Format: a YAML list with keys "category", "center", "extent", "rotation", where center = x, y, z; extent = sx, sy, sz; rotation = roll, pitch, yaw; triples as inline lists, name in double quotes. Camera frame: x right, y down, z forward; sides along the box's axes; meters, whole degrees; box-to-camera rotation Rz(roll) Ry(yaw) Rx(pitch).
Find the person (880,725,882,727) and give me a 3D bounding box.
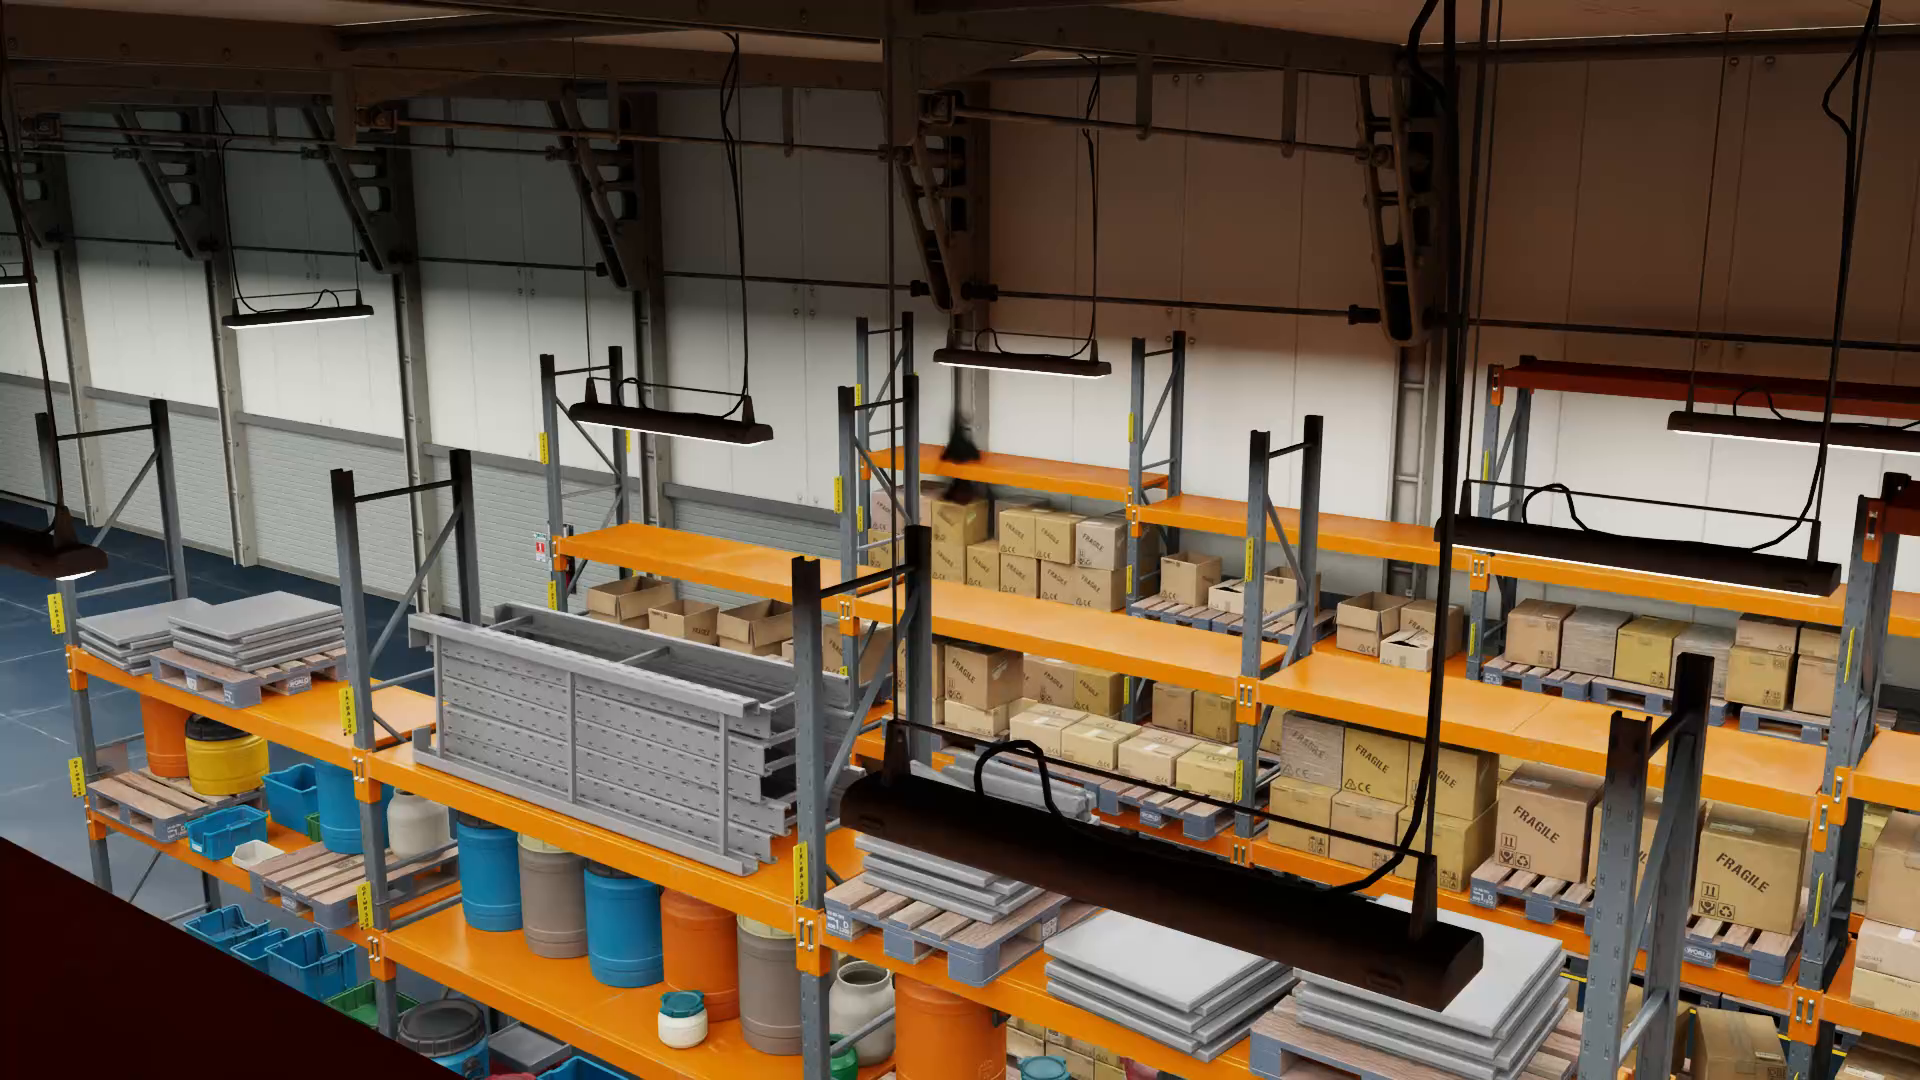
- category: "person"
  center: [-0.818, 2.931, 18.855]
  extent: [0.829, 1.774, 0.631]
  rotation: [7, 15, 26]
